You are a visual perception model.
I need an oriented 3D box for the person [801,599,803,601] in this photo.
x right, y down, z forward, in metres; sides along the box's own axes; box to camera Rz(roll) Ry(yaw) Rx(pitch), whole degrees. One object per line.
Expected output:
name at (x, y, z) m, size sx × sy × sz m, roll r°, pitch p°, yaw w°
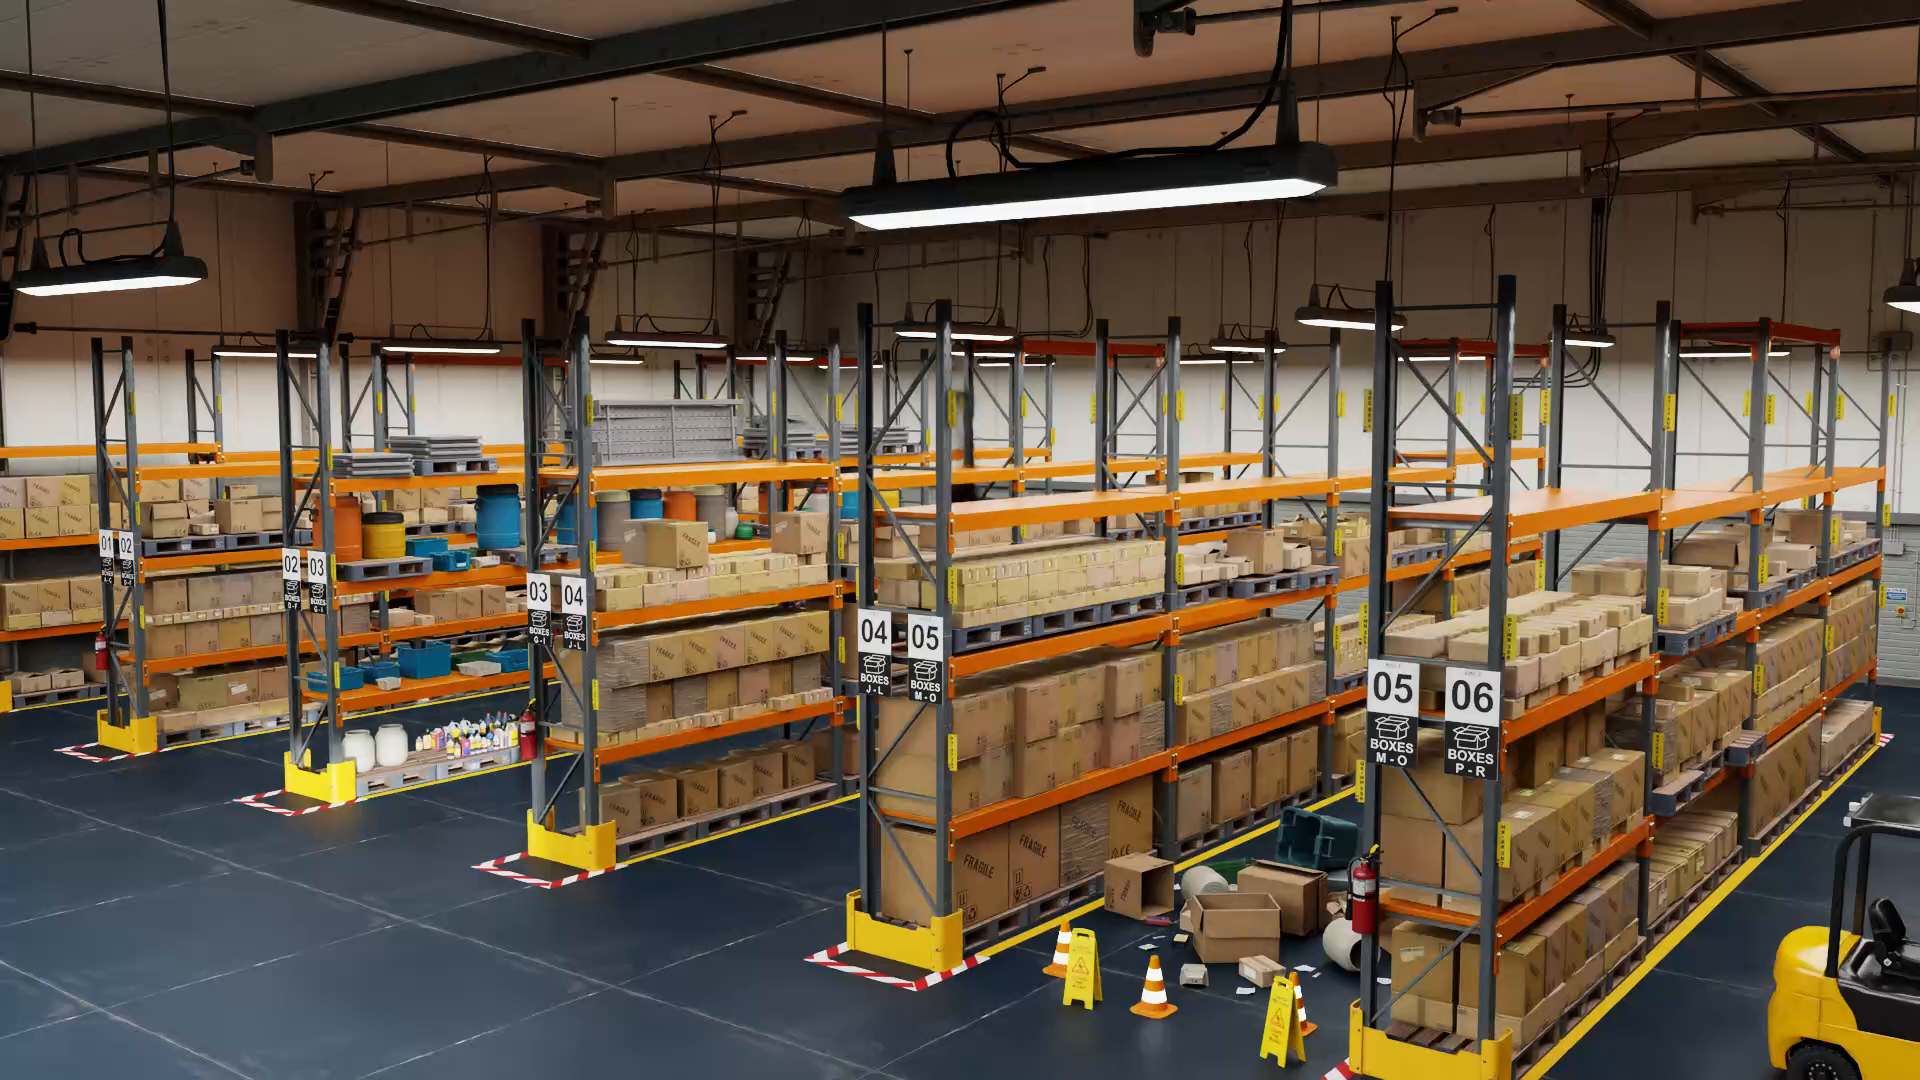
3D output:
person at (-2.850, 1.605, 31.719) m, size 0.559 × 1.640 × 0.813 m, roll 3°, pitch 6°, yaw 35°
